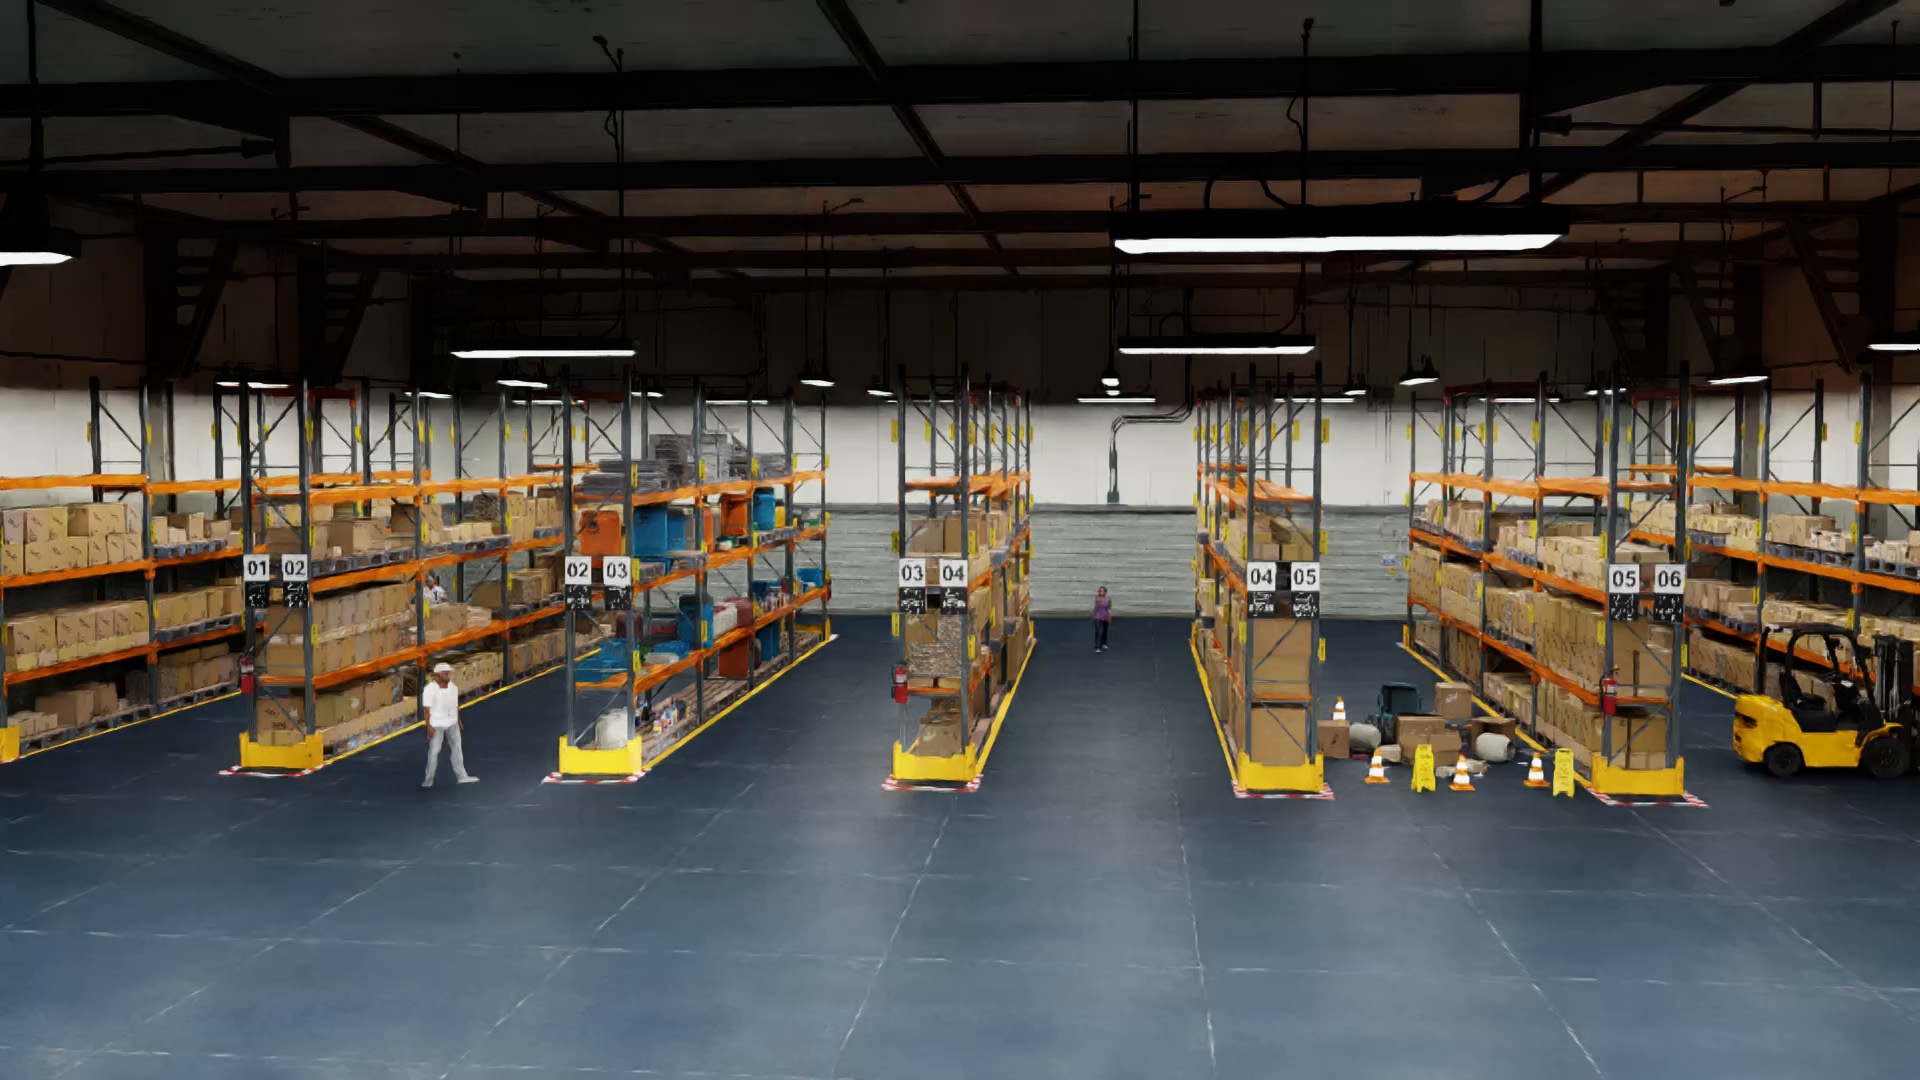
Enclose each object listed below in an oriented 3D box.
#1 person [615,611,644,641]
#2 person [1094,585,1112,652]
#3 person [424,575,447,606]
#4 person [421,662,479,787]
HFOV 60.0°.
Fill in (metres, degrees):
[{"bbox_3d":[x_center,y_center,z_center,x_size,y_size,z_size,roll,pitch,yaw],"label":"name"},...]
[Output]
[{"bbox_3d":[-6.551,2.019,32.931,0.585,1.693,1.172,0,4,8],"label":"person"},{"bbox_3d":[3.270,1.784,38.059,0.414,1.512,1.040,0,4,4],"label":"person"},{"bbox_3d":[-12.298,1.661,38.814,0.682,1.715,0.536,0,4,4],"label":"person"},{"bbox_3d":[-7.275,2.598,23.550,0.532,1.758,0.718,3,5,38],"label":"person"}]
